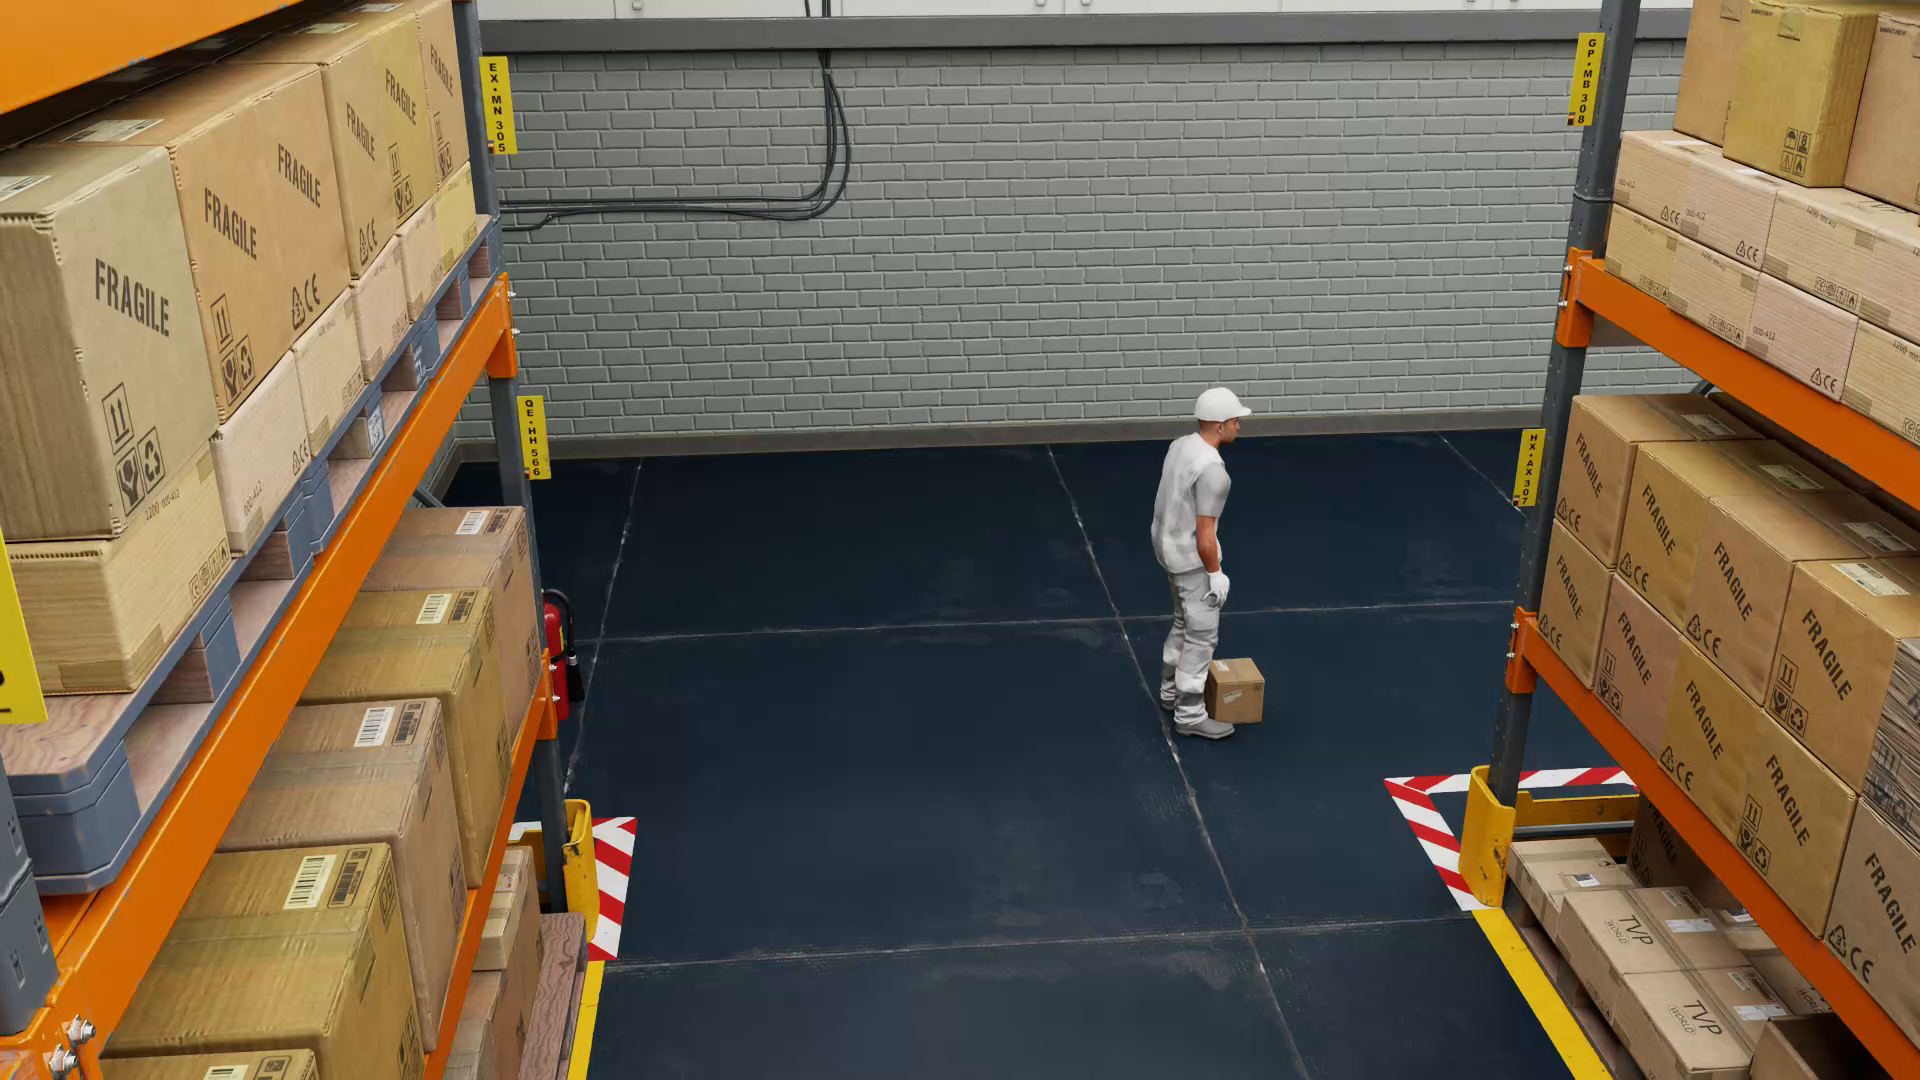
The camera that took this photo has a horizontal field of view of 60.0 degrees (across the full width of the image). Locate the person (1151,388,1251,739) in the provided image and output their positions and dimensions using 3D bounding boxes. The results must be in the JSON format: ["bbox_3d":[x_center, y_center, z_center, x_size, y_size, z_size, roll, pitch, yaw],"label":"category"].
[{"bbox_3d":[1.198,0.098,8.356,0.453,1.778,0.617,-4,24,-8],"label":"person"}]
